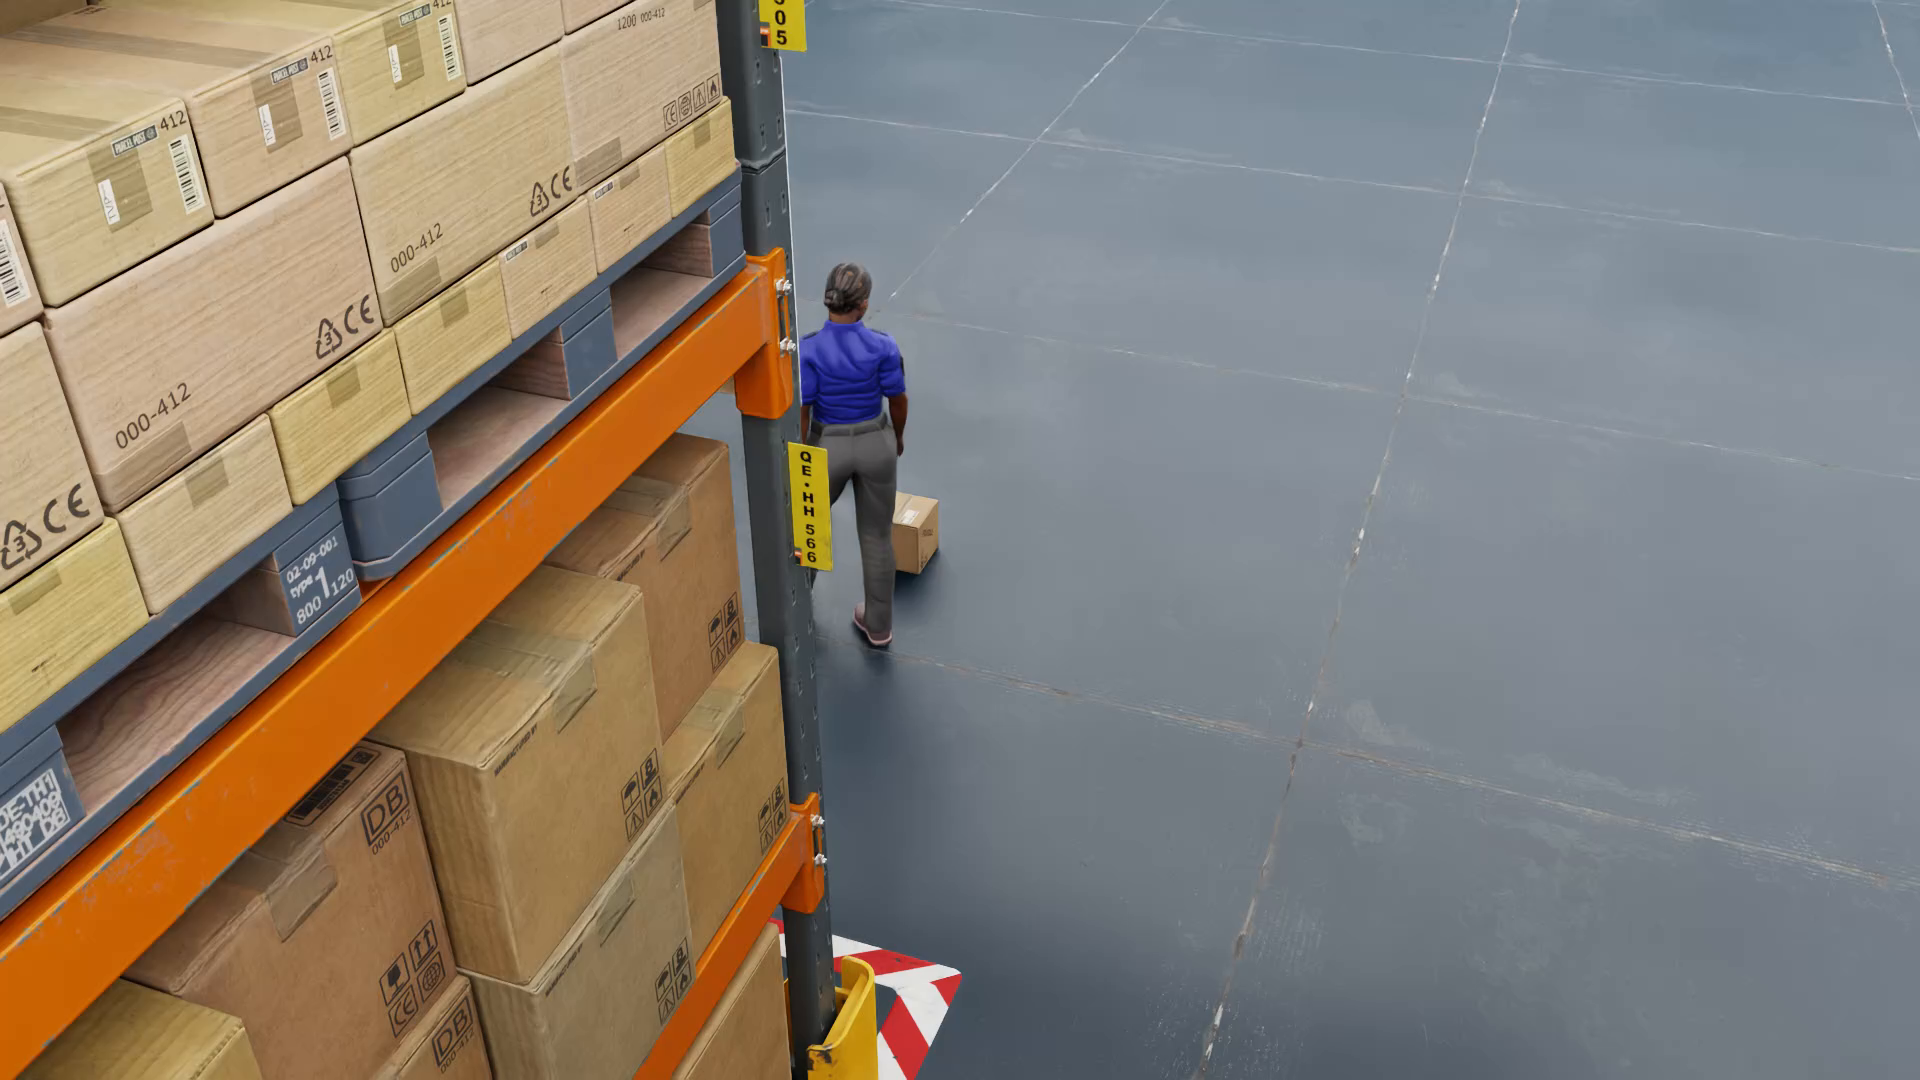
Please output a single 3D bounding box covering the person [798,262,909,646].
[{"bbox_3d":[-0.490,-0.396,6.739,0.547,1.638,0.667,-5,34,-7],"label":"person"}]
